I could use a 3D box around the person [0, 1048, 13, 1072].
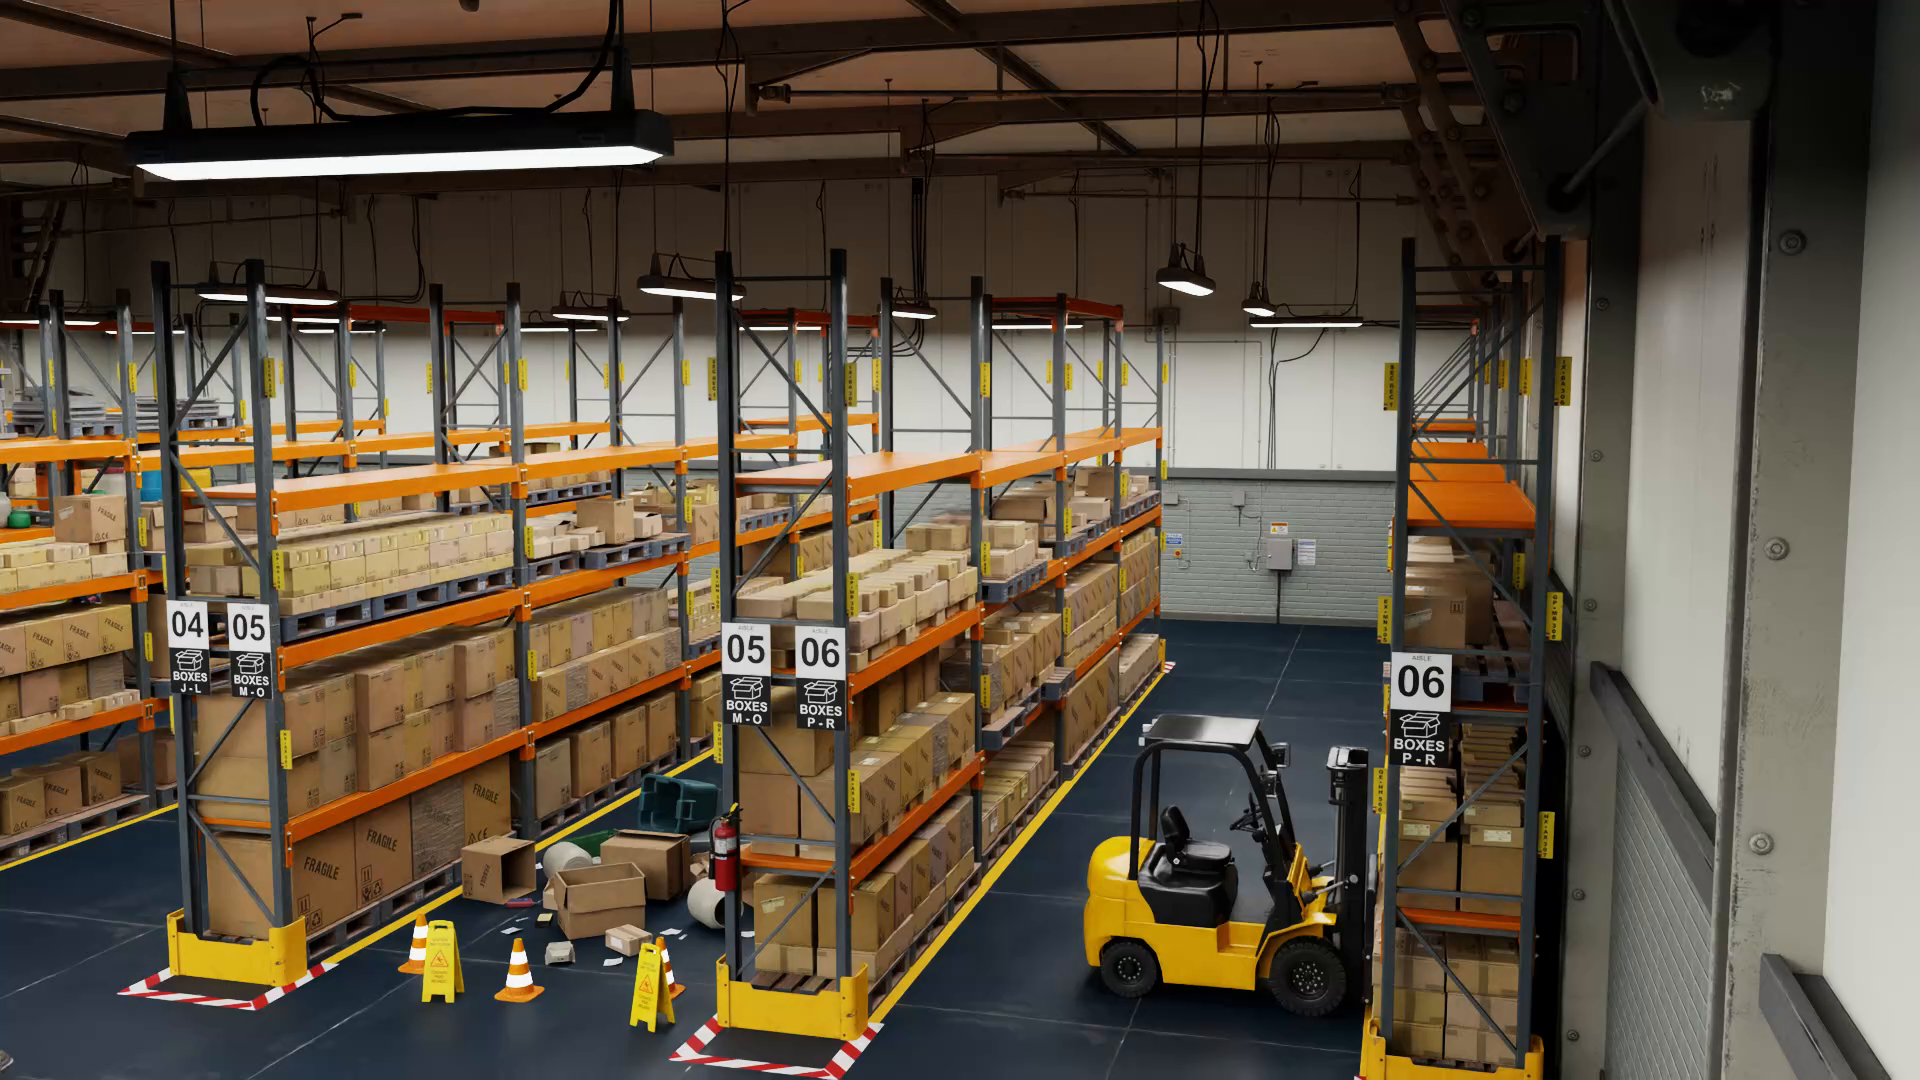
[{"bbox_3d":[-6.995,3.115,11.490,0.618,1.683,0.960,3,7,23],"label":"person"}]
